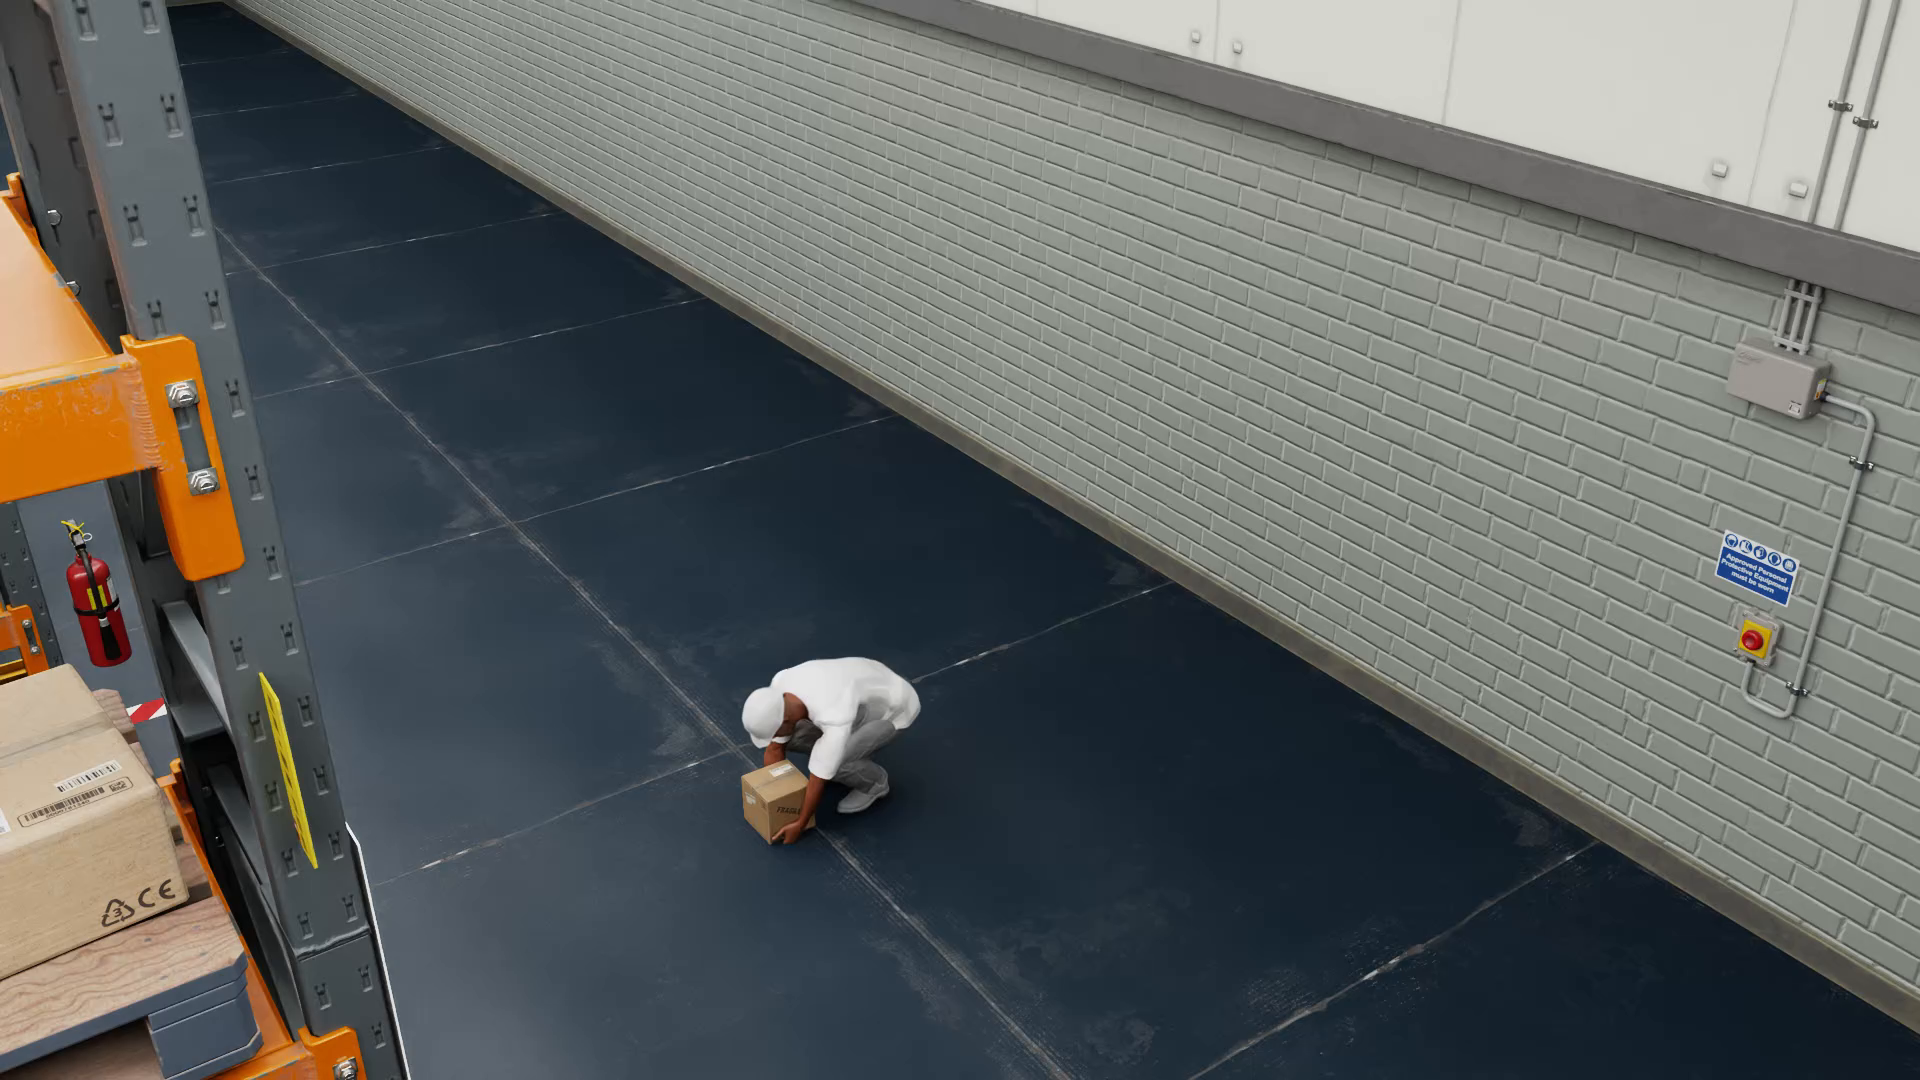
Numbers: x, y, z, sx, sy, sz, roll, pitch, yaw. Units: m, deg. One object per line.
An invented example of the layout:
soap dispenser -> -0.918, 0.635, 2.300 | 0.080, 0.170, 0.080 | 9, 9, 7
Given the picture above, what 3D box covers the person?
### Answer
person -> -0.615, 0.955, 7.924 | 0.937, 0.879, 0.544 | -19, 34, -31
